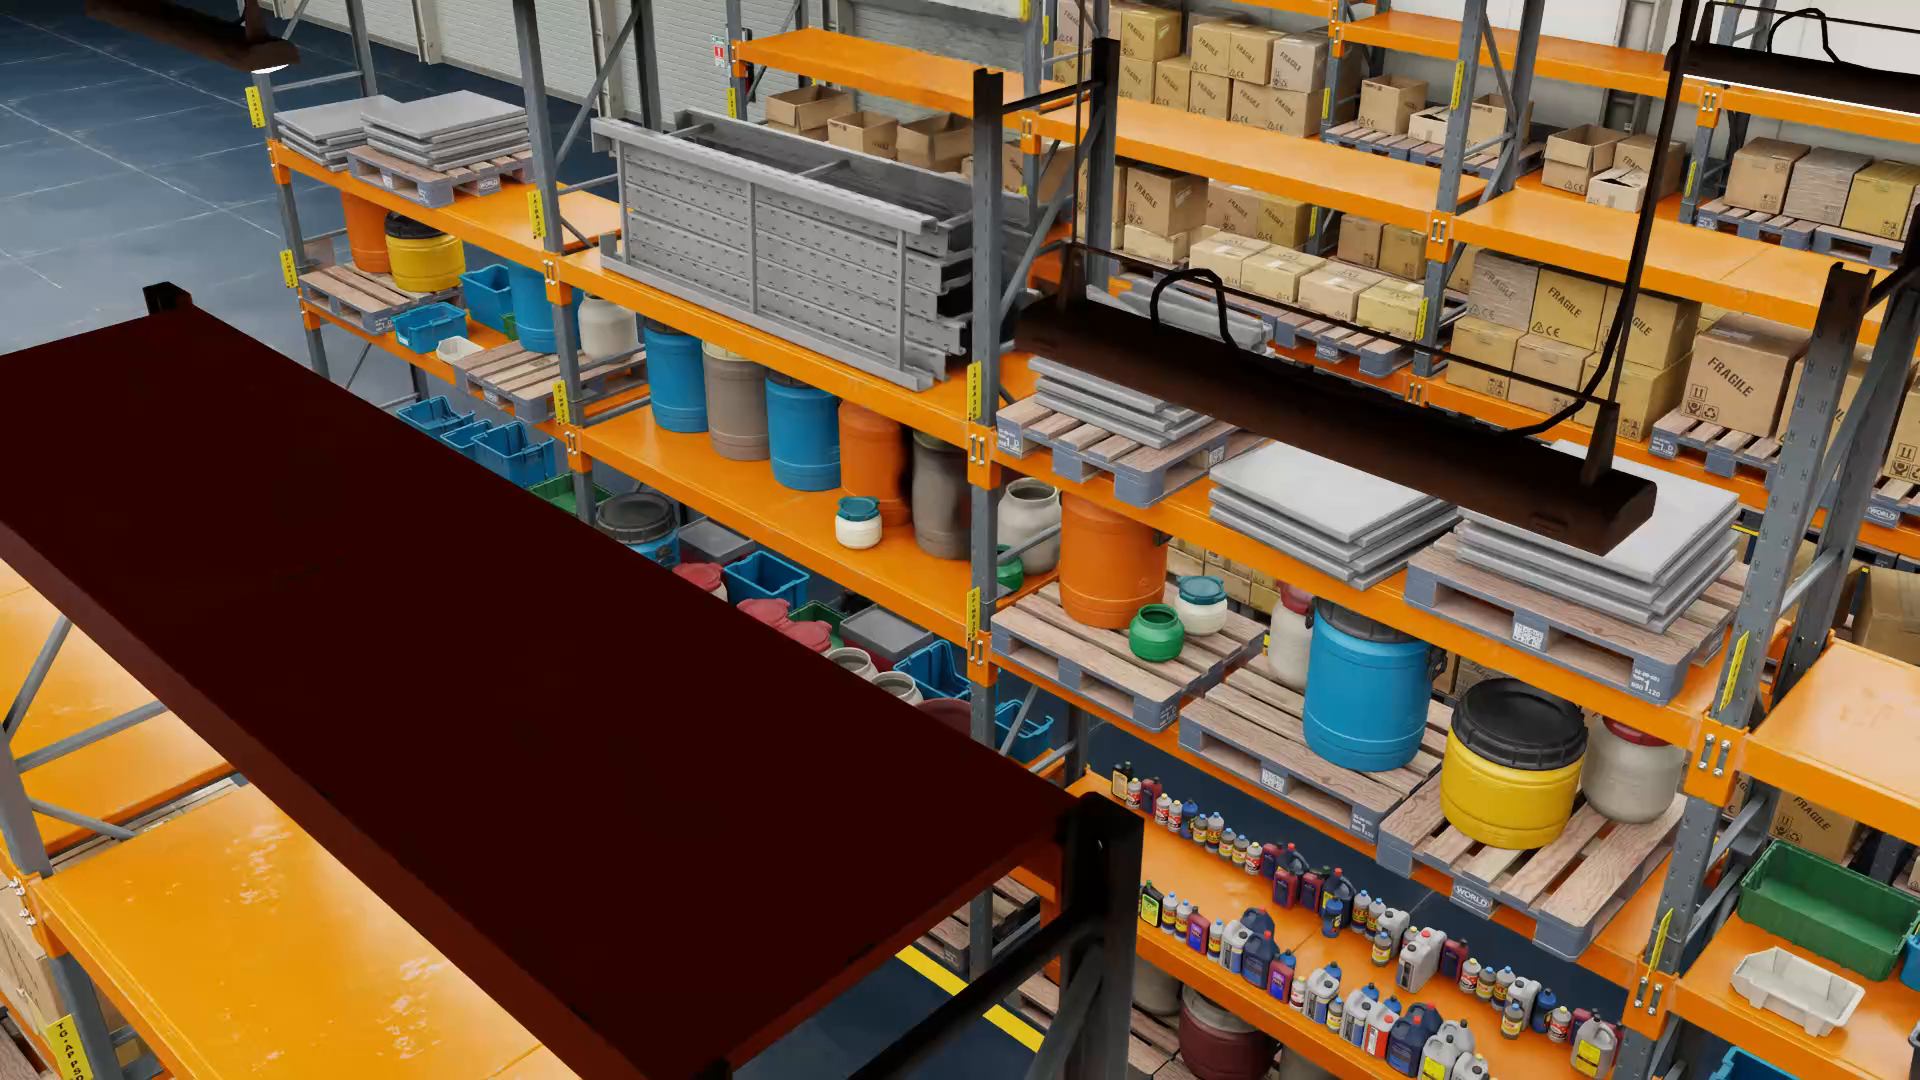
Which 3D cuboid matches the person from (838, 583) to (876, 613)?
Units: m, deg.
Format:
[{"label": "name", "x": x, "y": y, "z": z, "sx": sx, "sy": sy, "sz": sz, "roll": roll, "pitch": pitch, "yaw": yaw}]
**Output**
[{"label": "person", "x": -0.975, "y": -0.151, "z": 14.786, "sx": 0.680, "sy": 1.725, "sz": 0.657, "roll": 15, "pitch": 33, "yaw": 25}]
